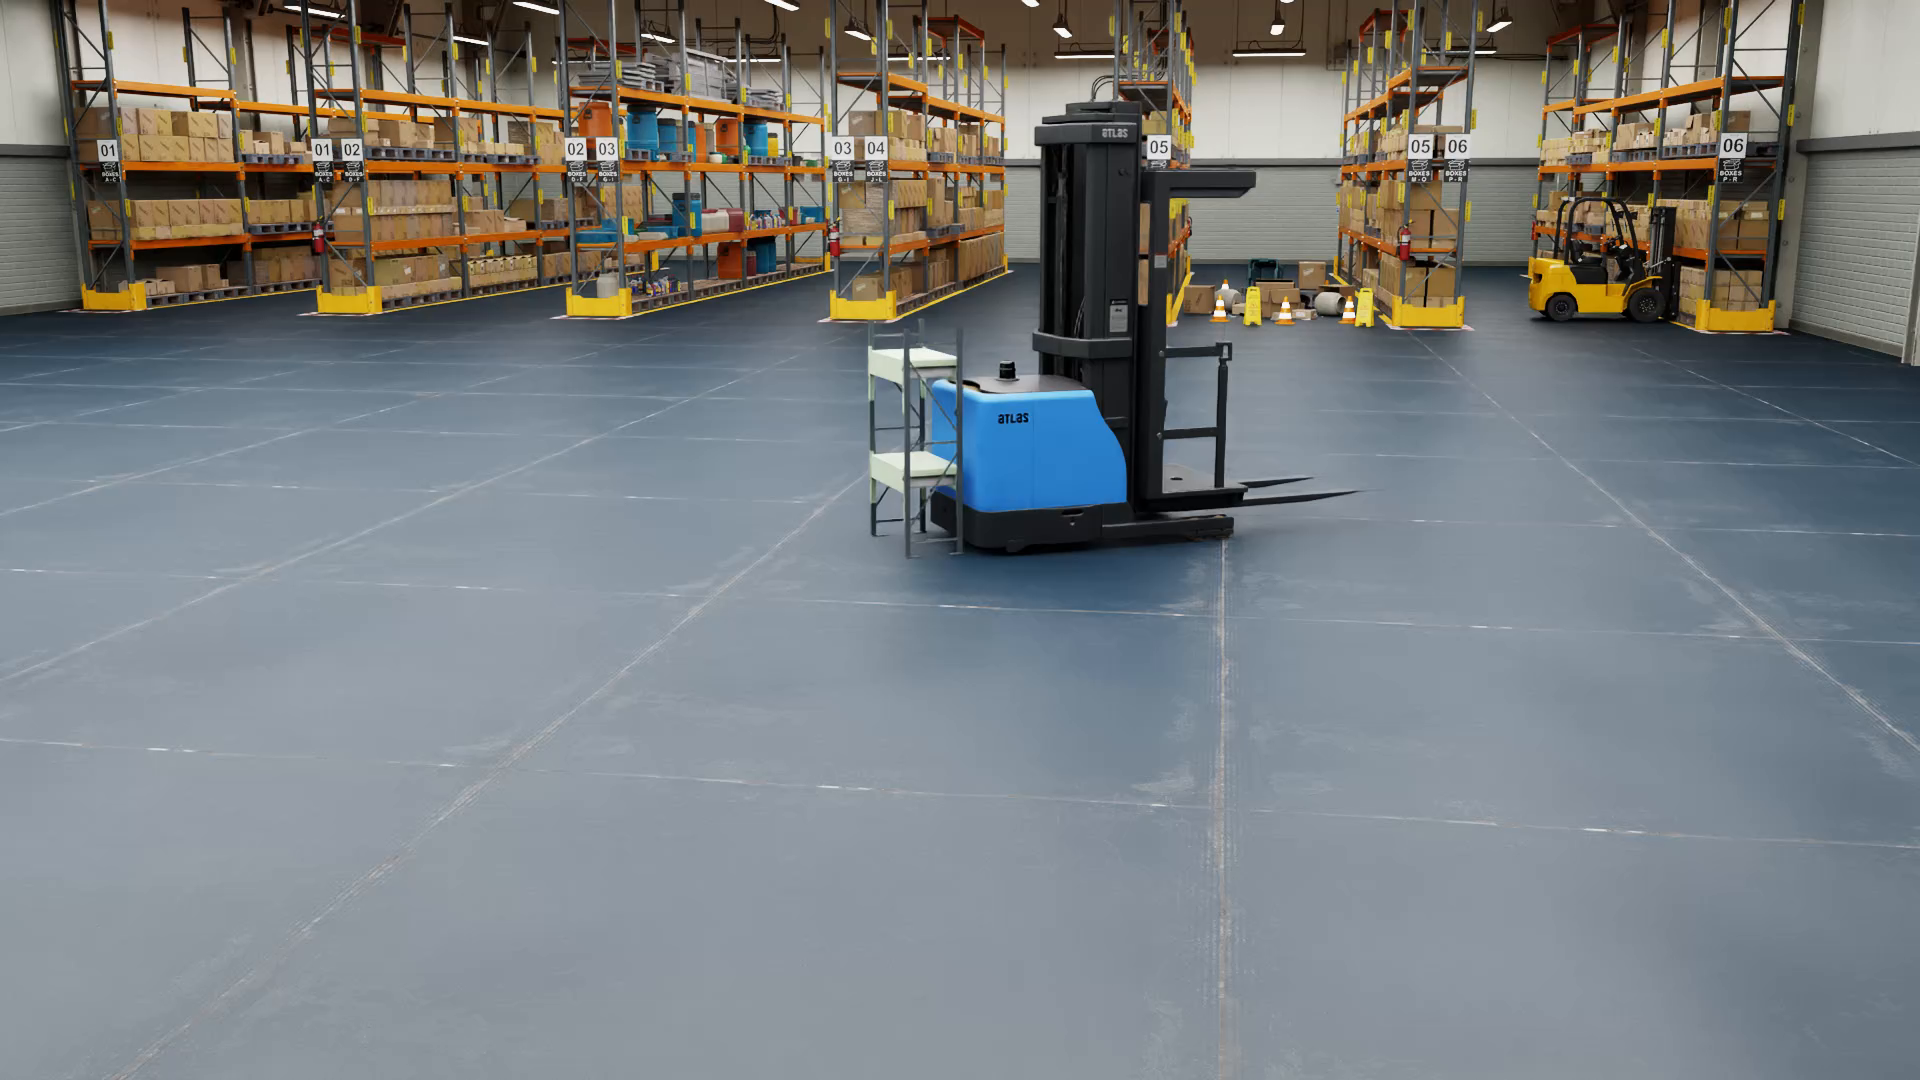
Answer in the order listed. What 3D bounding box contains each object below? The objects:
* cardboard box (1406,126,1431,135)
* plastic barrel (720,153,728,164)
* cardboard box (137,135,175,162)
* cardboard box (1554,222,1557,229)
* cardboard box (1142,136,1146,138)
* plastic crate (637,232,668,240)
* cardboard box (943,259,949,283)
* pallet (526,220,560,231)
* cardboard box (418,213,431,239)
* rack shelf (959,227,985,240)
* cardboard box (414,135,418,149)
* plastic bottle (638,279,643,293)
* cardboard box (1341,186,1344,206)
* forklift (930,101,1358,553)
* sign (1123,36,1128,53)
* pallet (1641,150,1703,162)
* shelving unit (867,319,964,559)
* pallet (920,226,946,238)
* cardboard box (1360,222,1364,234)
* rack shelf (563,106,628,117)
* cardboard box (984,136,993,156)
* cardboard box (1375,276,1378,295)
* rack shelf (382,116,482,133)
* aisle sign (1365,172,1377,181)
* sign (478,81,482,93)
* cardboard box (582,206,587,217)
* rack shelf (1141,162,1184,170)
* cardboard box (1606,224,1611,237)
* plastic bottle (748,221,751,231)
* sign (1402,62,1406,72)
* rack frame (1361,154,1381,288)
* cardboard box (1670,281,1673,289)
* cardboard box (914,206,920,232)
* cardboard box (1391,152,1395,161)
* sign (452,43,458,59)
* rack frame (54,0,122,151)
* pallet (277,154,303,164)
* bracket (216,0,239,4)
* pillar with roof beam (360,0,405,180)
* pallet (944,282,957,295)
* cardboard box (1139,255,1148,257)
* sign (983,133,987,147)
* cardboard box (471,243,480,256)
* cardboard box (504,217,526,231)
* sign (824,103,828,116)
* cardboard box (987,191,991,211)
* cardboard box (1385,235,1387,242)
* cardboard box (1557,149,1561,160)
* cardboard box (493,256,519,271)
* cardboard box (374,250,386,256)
[{"bbox_3d":[7.789,-6.957,28.237,0.380,0.149,0.250,2,12,9],"label":"cardboard box"},{"bbox_3d":[-5.415,-8.628,37.656,0.294,0.245,0.294,0,12,0],"label":"plastic barrel"},{"bbox_3d":[-15.955,-7.751,32.936,0.500,0.500,0.500,2,12,11],"label":"cardboard box"},{"bbox_3d":[14.692,-7.651,40.470,0.380,0.149,0.250,2,12,8],"label":"cardboard box"},{"bbox_3d":[3.155,-7.500,30.469,0.500,0.250,0.500,2,12,9],"label":"cardboard box"},{"bbox_3d":[-6.042,-5.982,32.759,0.530,0.136,0.437,2,12,9],"label":"plastic crate"},{"bbox_3d":[-0.617,-5.983,37.024,0.700,0.500,0.500,1,12,6],"label":"cardboard box"},{"bbox_3d":[-10.286,-7.501,39.635,1.213,0.211,1.003,2,12,9],"label":"pallet"},{"bbox_3d":[-11.154,-6.361,33.651,0.700,0.500,0.500,2,12,9],"label":"cardboard box"},{"bbox_3d":[-0.226,-7.194,39.464,1.077,0.370,4.000,2,12,9],"label":"rack shelf"},{"bbox_3d":[-11.357,-8.107,33.752,0.500,0.311,0.500,1,12,6],"label":"cardboard box"},{"bbox_3d":[-6.480,-5.150,33.703,0.097,0.271,0.097,0,12,0],"label":"plastic bottle"},{"bbox_3d":[10.061,-8.813,42.657,0.500,0.500,0.500,2,12,7],"label":"cardboard box"},{"bbox_3d":[1.362,-1.520,11.591,3.031,2.935,1.130,-5,13,-21],"label":"forklift"},{"bbox_3d":[3.199,-9.558,32.081,0.100,0.325,0.005,2,12,9],"label":"sign"},{"bbox_3d":[13.672,-7.373,31.919,0.805,0.209,1.217,1,12,6],"label":"pallet"},{"bbox_3d":[-0.303,-0.699,11.179,0.431,1.500,0.755,-5,13,-21],"label":"shelving unit"},{"bbox_3d":[-0.887,-6.358,34.330,1.003,0.211,1.213,2,12,9],"label":"pallet"},{"bbox_3d":[9.080,-6.849,36.510,0.500,0.250,0.500,1,12,7],"label":"cardboard box"},{"bbox_3d":[-9.398,-11.280,44.189,1.077,0.370,4.000,2,12,9],"label":"rack shelf"},{"bbox_3d":[0.451,-10.113,42.706,0.700,0.500,0.500,2,12,11],"label":"cardboard box"},{"bbox_3d":[8.722,-5.006,32.843,0.950,0.372,0.625,2,12,9],"label":"cardboard box"},{"bbox_3d":[-14.294,-11.246,44.972,1.077,0.370,4.000,2,12,9],"label":"rack shelf"},{"bbox_3d":[10.807,-9.750,43.443,0.394,0.787,0.004,2,12,9],"label":"aisle sign"},{"bbox_3d":[-13.452,-12.684,46.584,0.100,0.325,0.005,2,12,9],"label":"sign"},{"bbox_3d":[-9.883,-8.445,43.324,0.500,0.500,0.500,2,12,10],"label":"cardboard box"},{"bbox_3d":[4.045,-7.646,34.441,1.077,0.370,4.000,2,12,9],"label":"rack shelf"},{"bbox_3d":[13.854,-6.491,34.848,0.500,0.250,0.500,2,12,9],"label":"cardboard box"},{"bbox_3d":[-4.946,-7.380,38.894,0.061,0.283,0.133,2,12,9],"label":"plastic bottle"},{"bbox_3d":[10.412,-11.054,39.022,0.100,0.325,0.005,2,12,9],"label":"sign"},{"bbox_3d":[9.259,-6.809,35.967,1.000,3.000,0.127,2,12,9],"label":"rack frame"},{"bbox_3d":[12.927,-4.517,29.674,0.500,0.250,0.500,2,12,8],"label":"cardboard box"},{"bbox_3d":[-1.279,-6.400,33.126,0.875,0.500,0.500,2,12,9],"label":"cardboard box"},{"bbox_3d":[8.068,-6.997,30.317,0.380,0.149,0.250,2,12,8],"label":"cardboard box"},{"bbox_3d":[-10.392,-10.062,34.232,0.100,0.325,0.005,2,12,9],"label":"sign"},{"bbox_3d":[-16.447,-8.879,31.331,1.000,3.000,0.127,2,12,9],"label":"rack frame"},{"bbox_3d":[-15.475,-8.494,37.113,1.213,0.211,1.003,2,12,9],"label":"pallet"},{"bbox_3d":[-16.383,-11.423,34.595,0.076,0.066,4.783,2,12,9],"label":"bracket"},{"bbox_3d":[-11.095,-11.411,43.082,9.100,9.000,0.548,2,12,9],"label":"pillar with roof beam"},{"bbox_3d":[-0.655,-5.604,36.996,1.003,0.211,1.213,2,12,9],"label":"pallet"},{"bbox_3d":[3.294,-4.776,30.581,0.875,0.875,0.875,2,12,8],"label":"cardboard box"},{"bbox_3d":[0.620,-9.820,40.845,0.100,0.325,0.005,2,12,9],"label":"sign"},{"bbox_3d":[-13.995,-8.111,46.946,0.700,0.500,0.500,2,12,9],"label":"cardboard box"},{"bbox_3d":[-10.420,-7.334,38.614,0.500,0.311,0.500,3,12,12],"label":"cardboard box"},{"bbox_3d":[-3.651,-11.716,45.264,0.100,0.325,0.005,2,12,9],"label":"sign"},{"bbox_3d":[0.492,-8.595,42.125,0.500,0.500,0.500,2,12,9],"label":"cardboard box"},{"bbox_3d":[8.291,-5.744,31.622,0.380,0.149,0.250,2,12,10],"label":"cardboard box"},{"bbox_3d":[14.766,-9.343,40.257,0.500,0.250,0.500,2,12,10],"label":"cardboard box"},{"bbox_3d":[-10.312,-6.256,37.603,0.500,0.311,0.500,2,12,8],"label":"cardboard box"},{"bbox_3d":[-14.833,-7.097,41.409,0.750,0.750,0.750,2,12,8],"label":"cardboard box"}]
